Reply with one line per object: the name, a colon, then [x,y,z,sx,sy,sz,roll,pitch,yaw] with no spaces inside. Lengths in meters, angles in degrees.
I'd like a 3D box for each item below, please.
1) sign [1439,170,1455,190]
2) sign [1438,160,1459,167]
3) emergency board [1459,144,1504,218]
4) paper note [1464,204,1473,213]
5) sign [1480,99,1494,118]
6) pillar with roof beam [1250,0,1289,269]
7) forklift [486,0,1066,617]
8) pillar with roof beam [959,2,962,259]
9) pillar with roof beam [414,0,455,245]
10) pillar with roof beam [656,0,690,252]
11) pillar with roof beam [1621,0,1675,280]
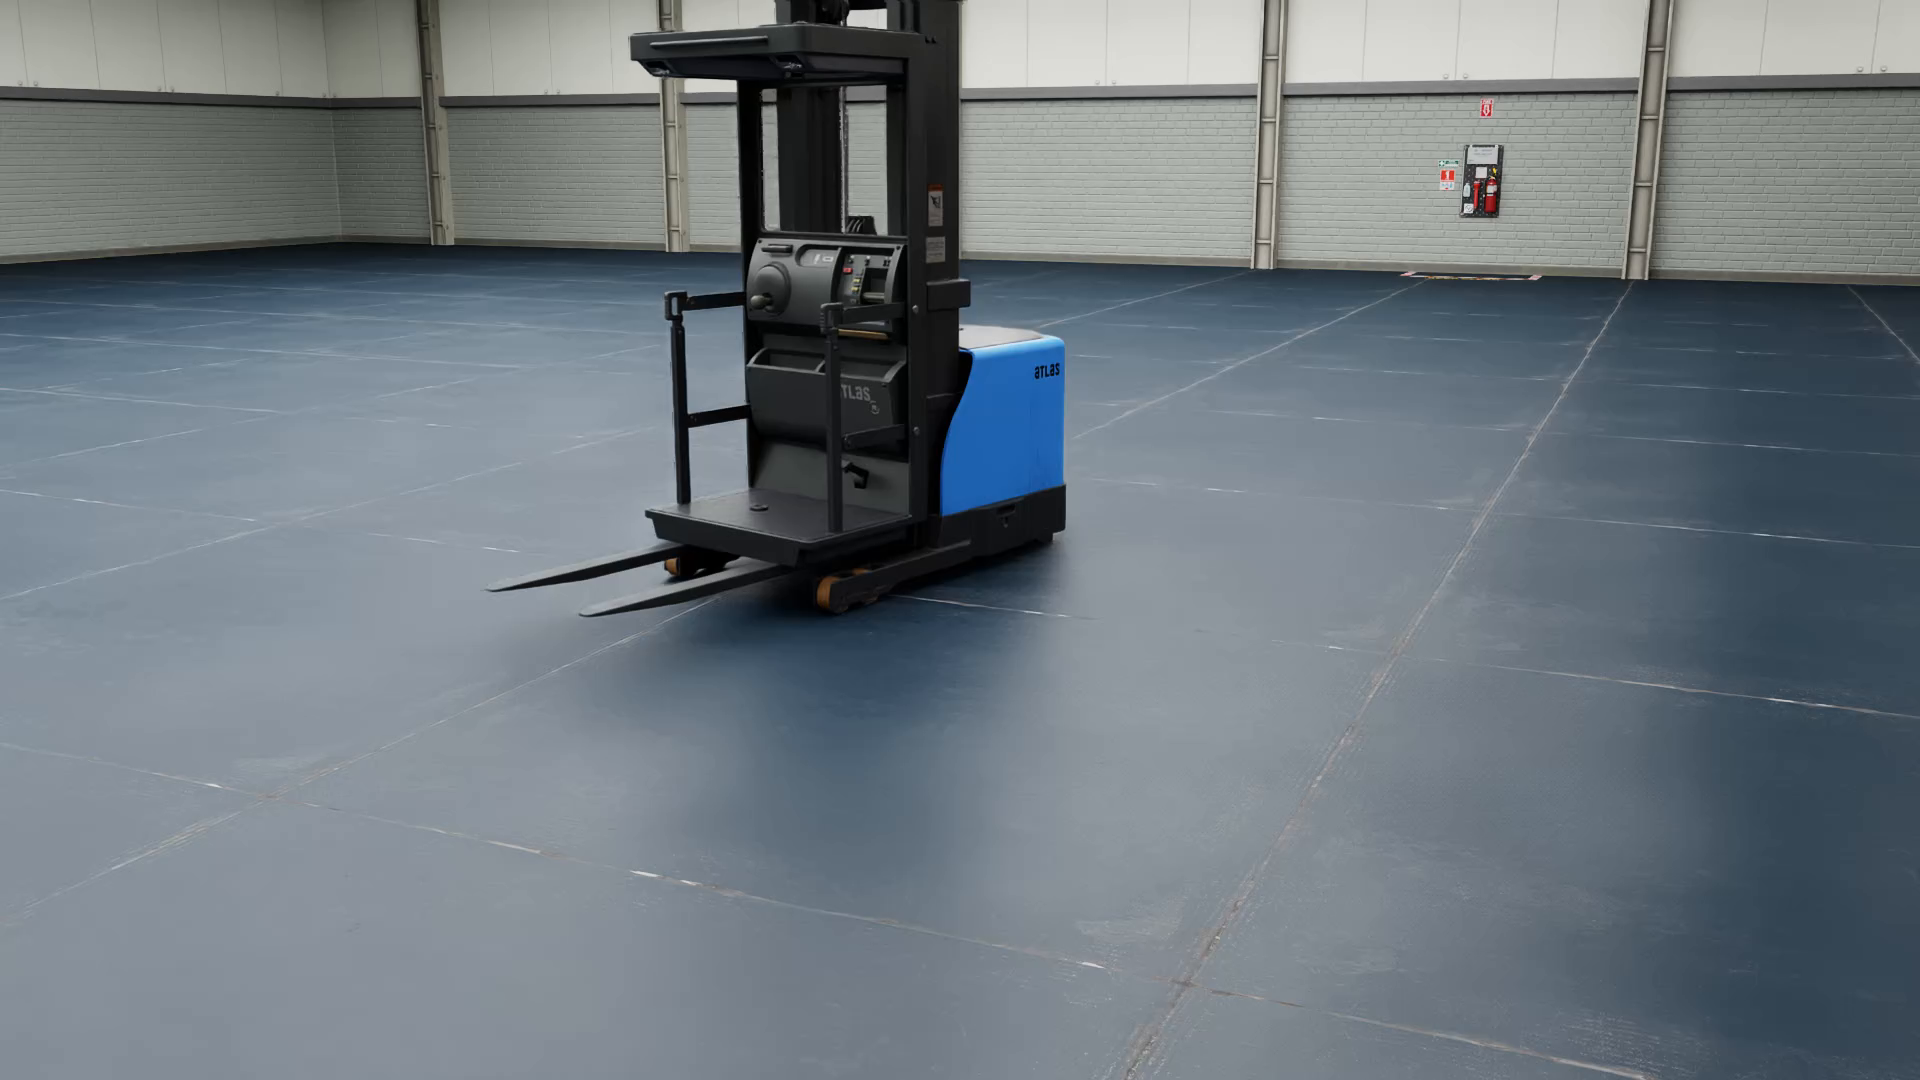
sign: [8.055,-5.953,27.482,0.234,0.329,0.001,6,14,23]
sign: [8.056,-6.209,27.412,0.331,0.109,0.001,6,14,23]
emergency board: [8.519,-5.863,27.176,0.643,1.169,0.194,6,14,23]
paper note: [8.385,-5.465,27.408,0.142,0.148,0.016,6,14,23]
sign: [8.552,-7.013,27.003,0.199,0.298,0.001,6,14,23]
pillar with roof beam: [3.533,-8.203,24.016,0.400,9.000,9.100,6,14,23]
forklift: [-0.766,-1.229,7.577,1.130,2.935,3.031,10,17,38]
pillar with roof beam: [-1.953,-8.758,26.382,0.400,9.000,9.100,6,14,23]
pillar with roof beam: [-12.924,-9.869,31.114,0.400,9.000,9.100,6,14,23]
pillar with roof beam: [-7.438,-9.314,28.748,0.400,9.000,9.100,6,14,23]
pillar with roof beam: [9.019,-7.648,21.650,0.400,9.000,9.100,6,14,23]
